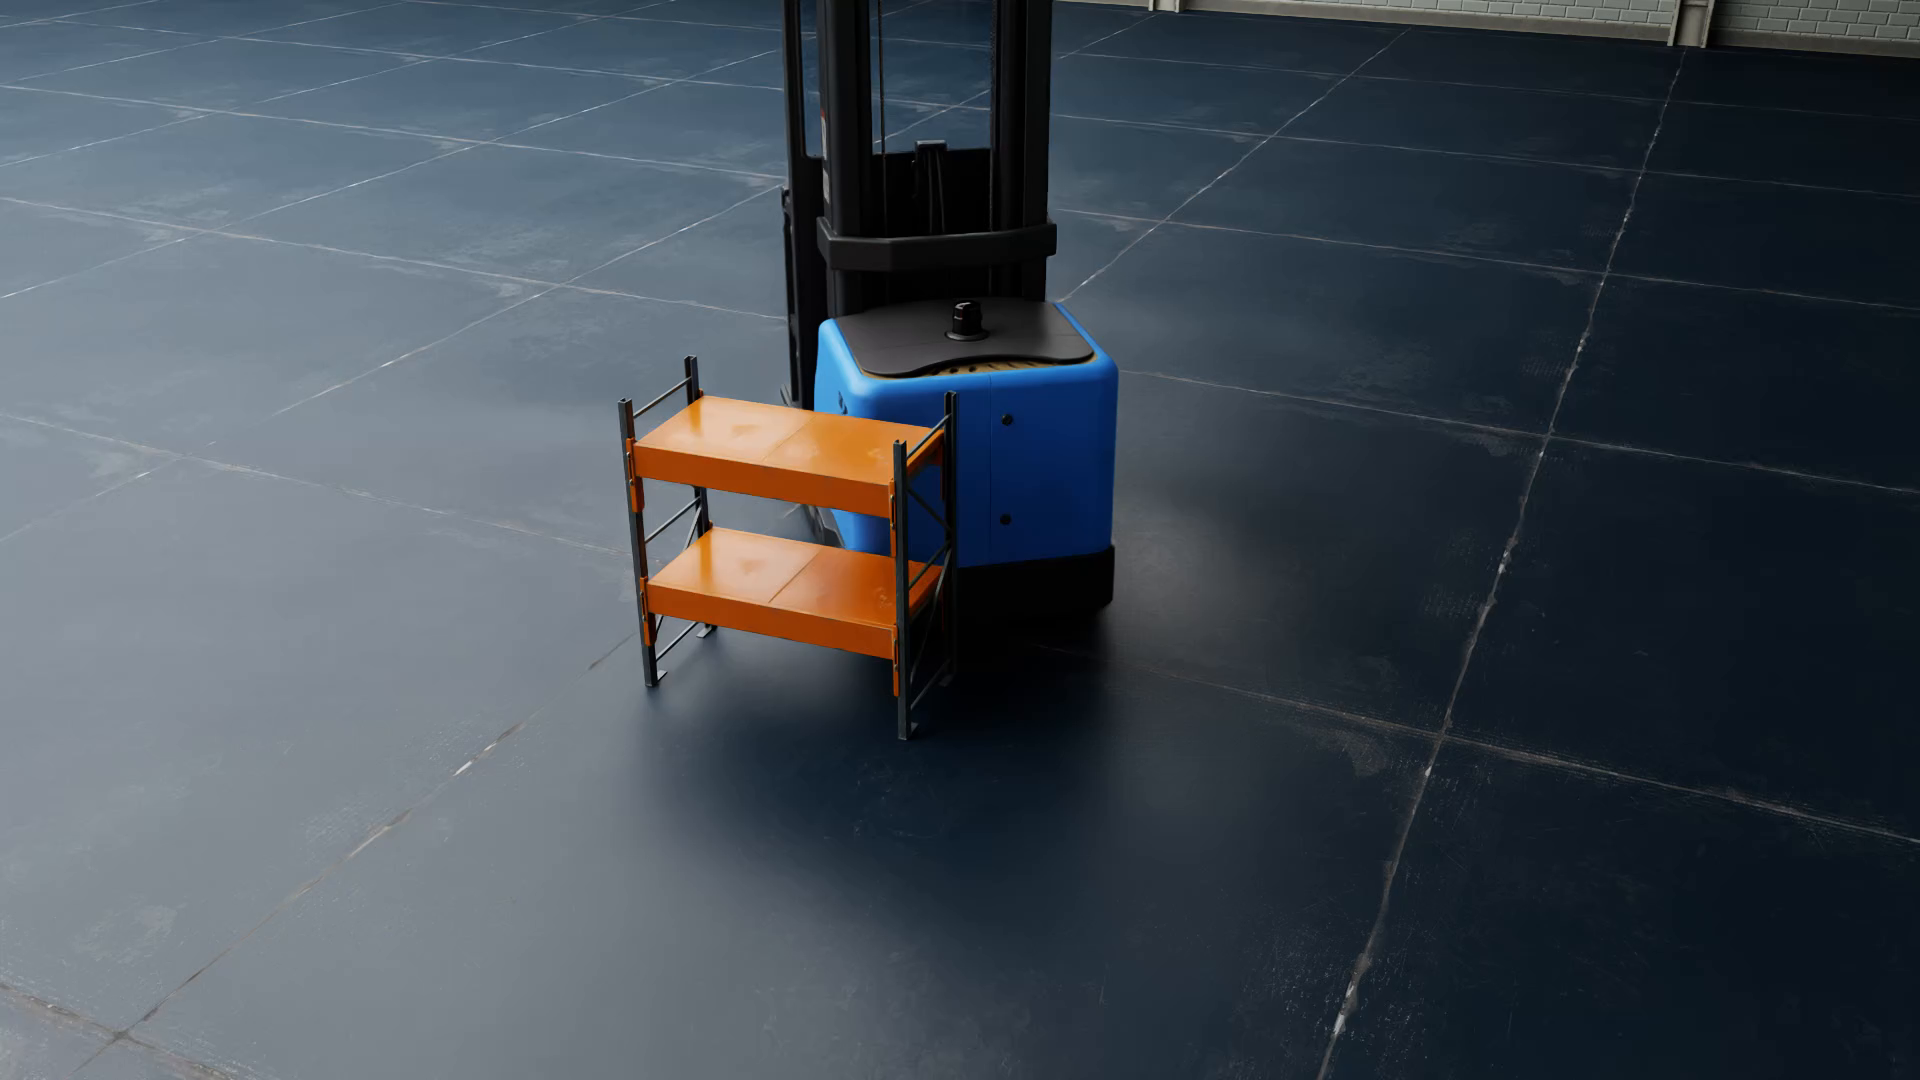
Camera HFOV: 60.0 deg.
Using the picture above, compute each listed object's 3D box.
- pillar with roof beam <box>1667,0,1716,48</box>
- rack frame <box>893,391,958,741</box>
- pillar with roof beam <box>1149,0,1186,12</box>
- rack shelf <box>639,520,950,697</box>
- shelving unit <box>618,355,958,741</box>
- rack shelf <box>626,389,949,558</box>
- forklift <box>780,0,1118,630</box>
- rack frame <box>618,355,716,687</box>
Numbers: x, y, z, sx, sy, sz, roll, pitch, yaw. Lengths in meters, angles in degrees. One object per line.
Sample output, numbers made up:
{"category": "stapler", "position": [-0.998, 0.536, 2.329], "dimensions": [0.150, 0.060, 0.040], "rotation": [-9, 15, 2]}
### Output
{"category": "pillar with roof beam", "position": [6.251, -7.778, 12.860], "dimensions": [0.400, 9.000, 9.100], "rotation": [11, 28, 22]}
{"category": "rack frame", "position": [-0.113, 0.093, 5.787], "dimensions": [0.032, 1.125, 0.500], "rotation": [10, 28, 19]}
{"category": "pillar with roof beam", "position": [0.789, -8.875, 15.088], "dimensions": [0.400, 9.000, 9.100], "rotation": [11, 28, 22]}
{"category": "rack shelf", "position": [-0.588, 0.233, 6.057], "dimensions": [1.000, 0.278, 0.538], "rotation": [10, 28, 19]}
{"category": "shelving unit", "position": [-0.588, 0.014, 5.949], "dimensions": [1.048, 1.125, 0.538], "rotation": [10, 28, 19]}
{"category": "rack shelf", "position": [-0.588, -0.249, 5.820], "dimensions": [1.000, 0.278, 0.538], "rotation": [10, 28, 19]}
{"category": "forklift", "position": [-0.226, -1.587, 7.154], "dimensions": [1.130, 2.935, 3.031], "rotation": [-6, 27, -12]}
{"category": "rack frame", "position": [-1.063, -0.066, 6.111], "dimensions": [0.032, 1.125, 0.500], "rotation": [10, 28, 19]}
